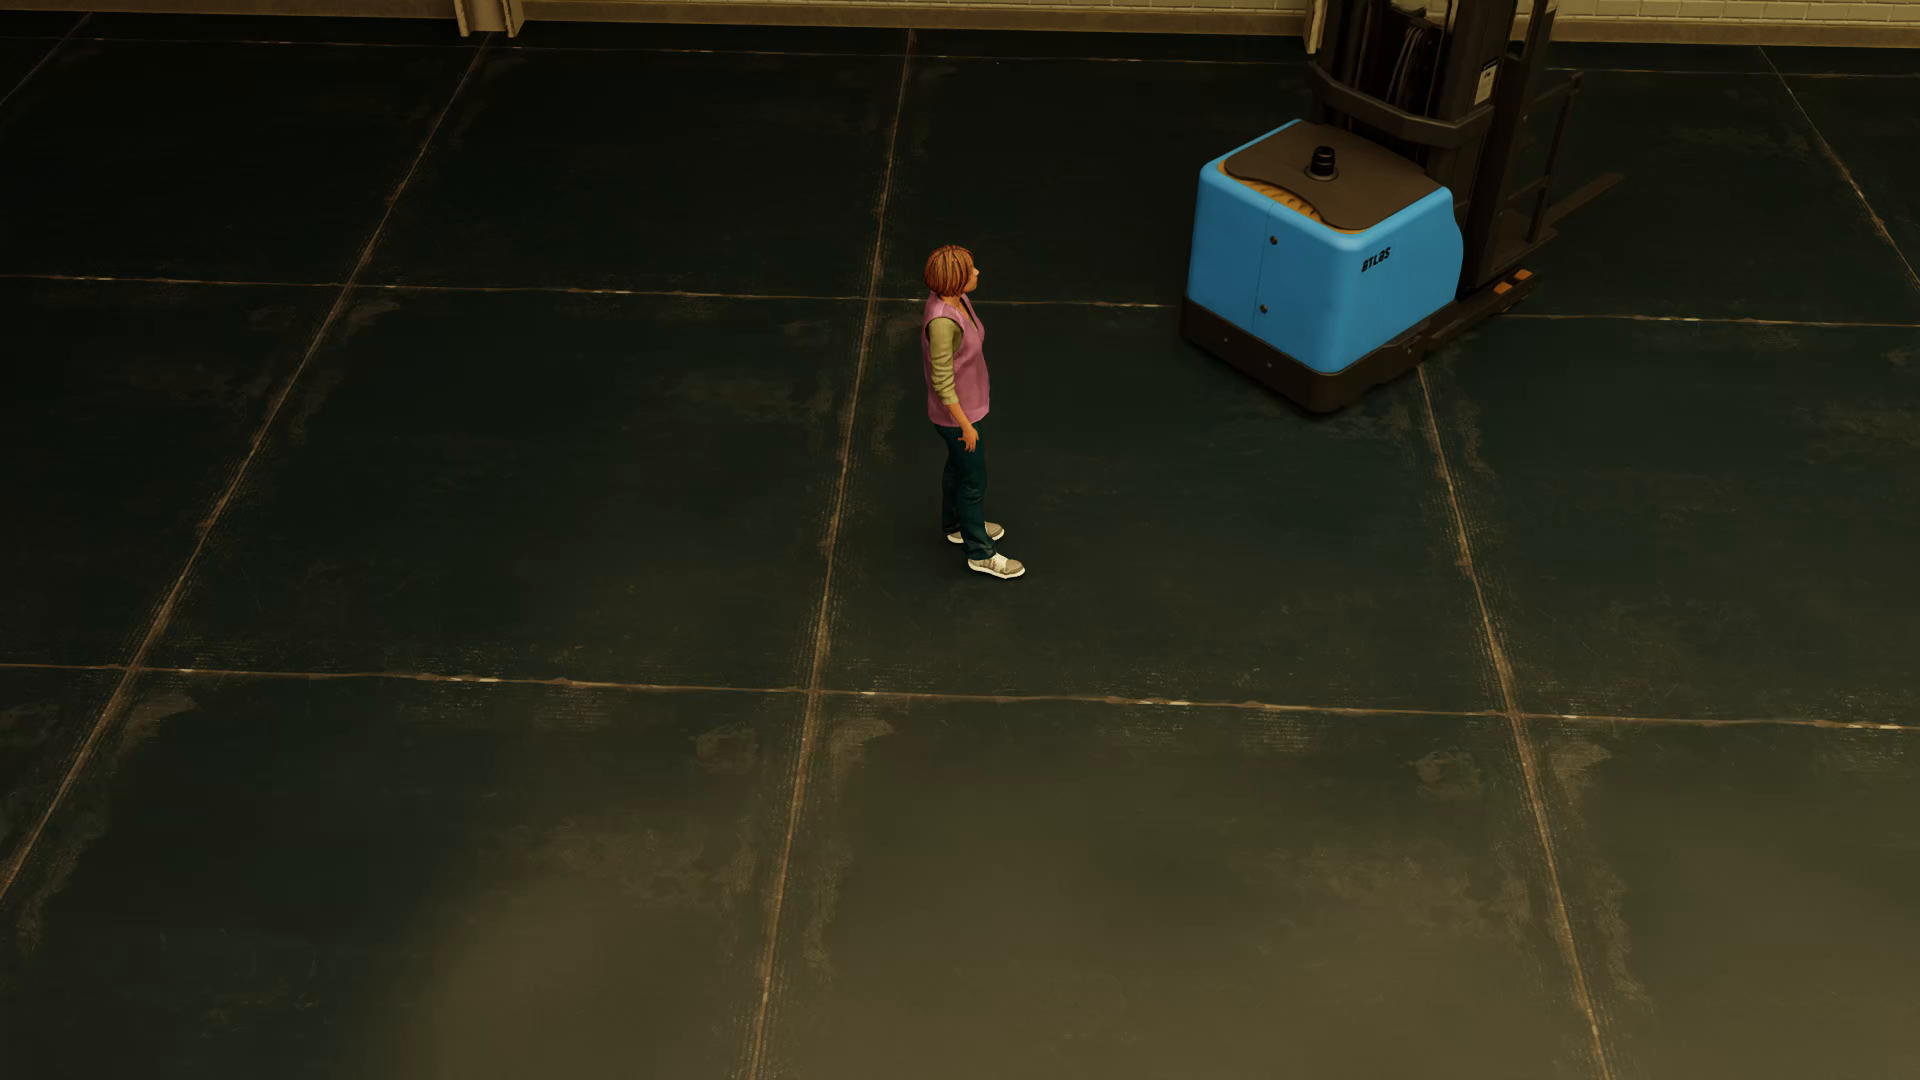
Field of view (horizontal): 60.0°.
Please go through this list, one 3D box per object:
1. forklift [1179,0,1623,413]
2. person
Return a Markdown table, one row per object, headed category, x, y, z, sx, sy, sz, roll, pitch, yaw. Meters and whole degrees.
| category | x | y | z | sx | sy | sz | roll | pitch | yaw |
| --- | --- | --- | --- | --- | --- | --- | --- | --- | --- |
| forklift | 2.632 | -2.595 | 8.585 | 3.031 | 2.935 | 1.130 | -31 | 51 | -29 |
| person | 0.074 | -0.583 | 7.360 | 0.473 | 1.599 | 0.520 | 2 | 42 | 2 |
